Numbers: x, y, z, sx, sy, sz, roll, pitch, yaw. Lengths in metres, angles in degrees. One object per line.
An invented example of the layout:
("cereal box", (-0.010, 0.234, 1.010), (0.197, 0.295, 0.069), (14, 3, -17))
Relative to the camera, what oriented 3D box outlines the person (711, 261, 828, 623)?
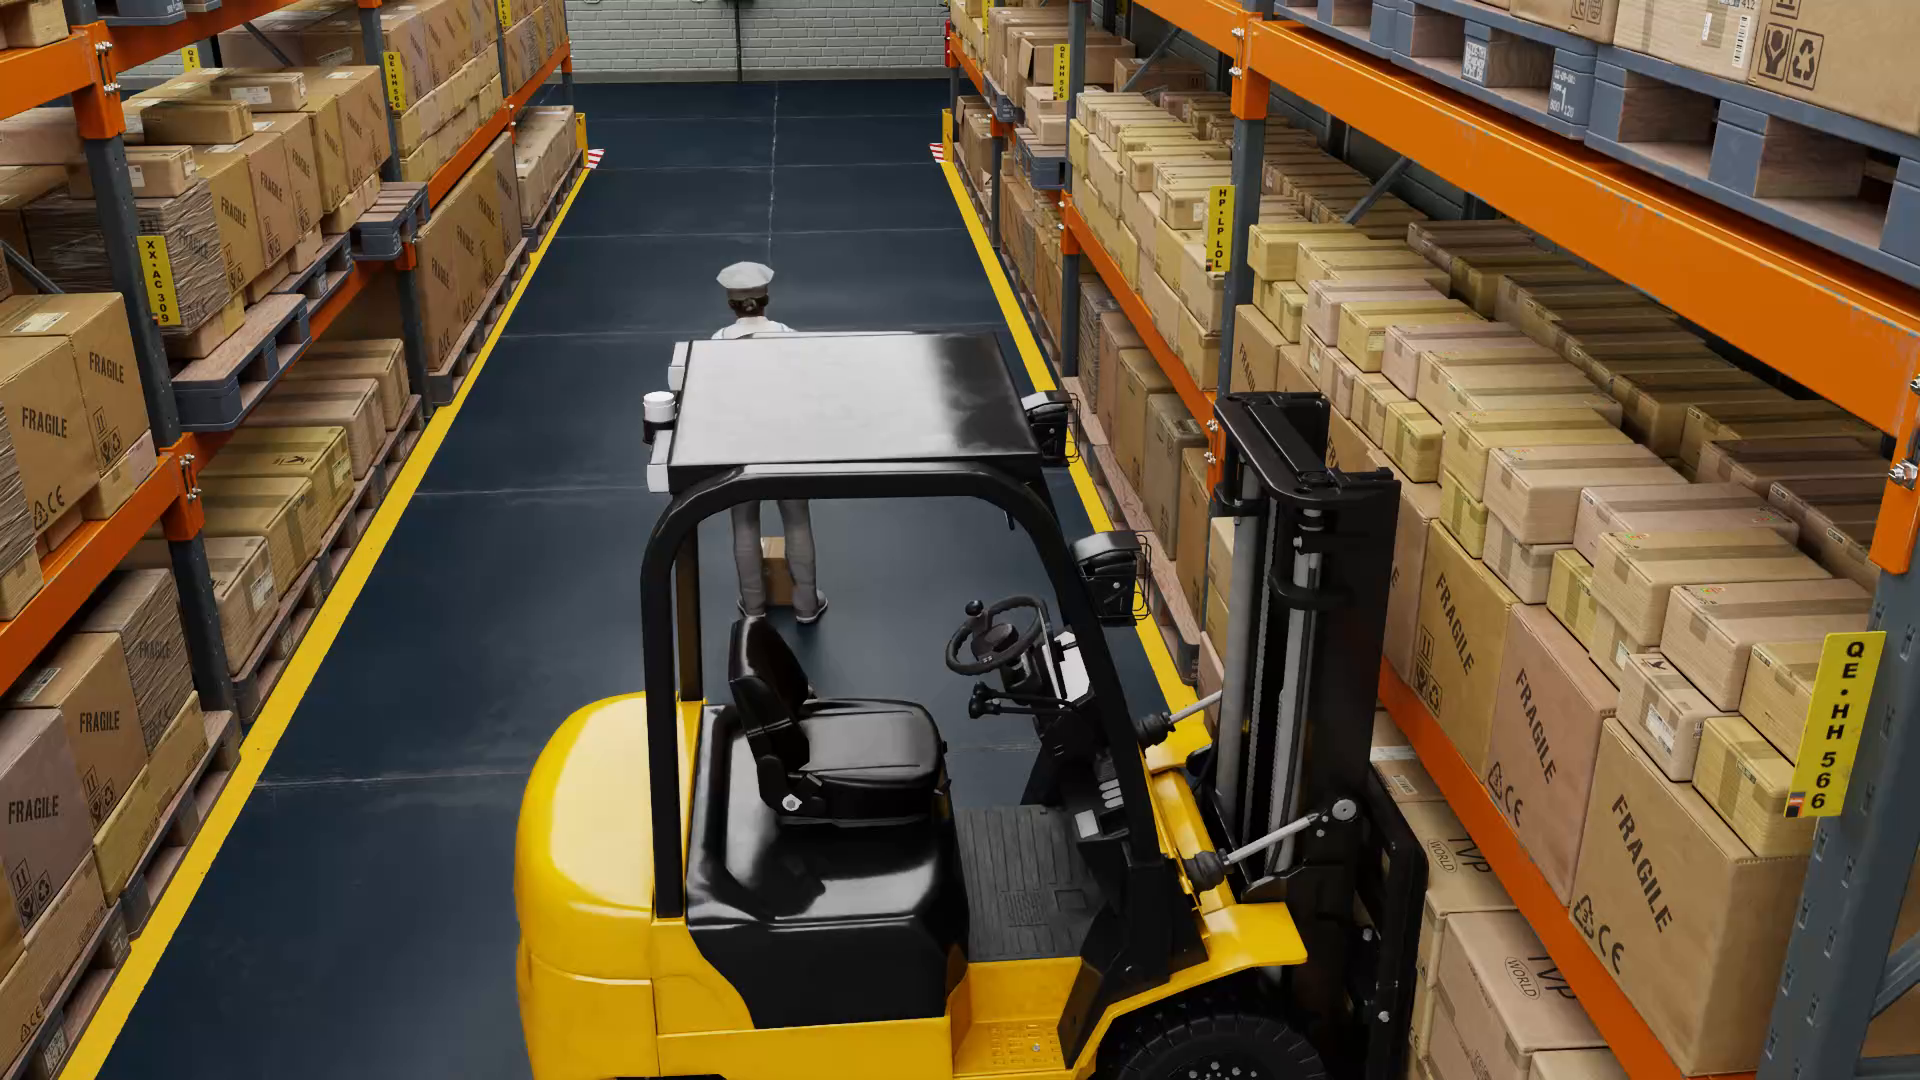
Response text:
("person", (-0.885, -0.406, 7.515), (0.532, 1.662, 0.424), (-4, 24, -8))
